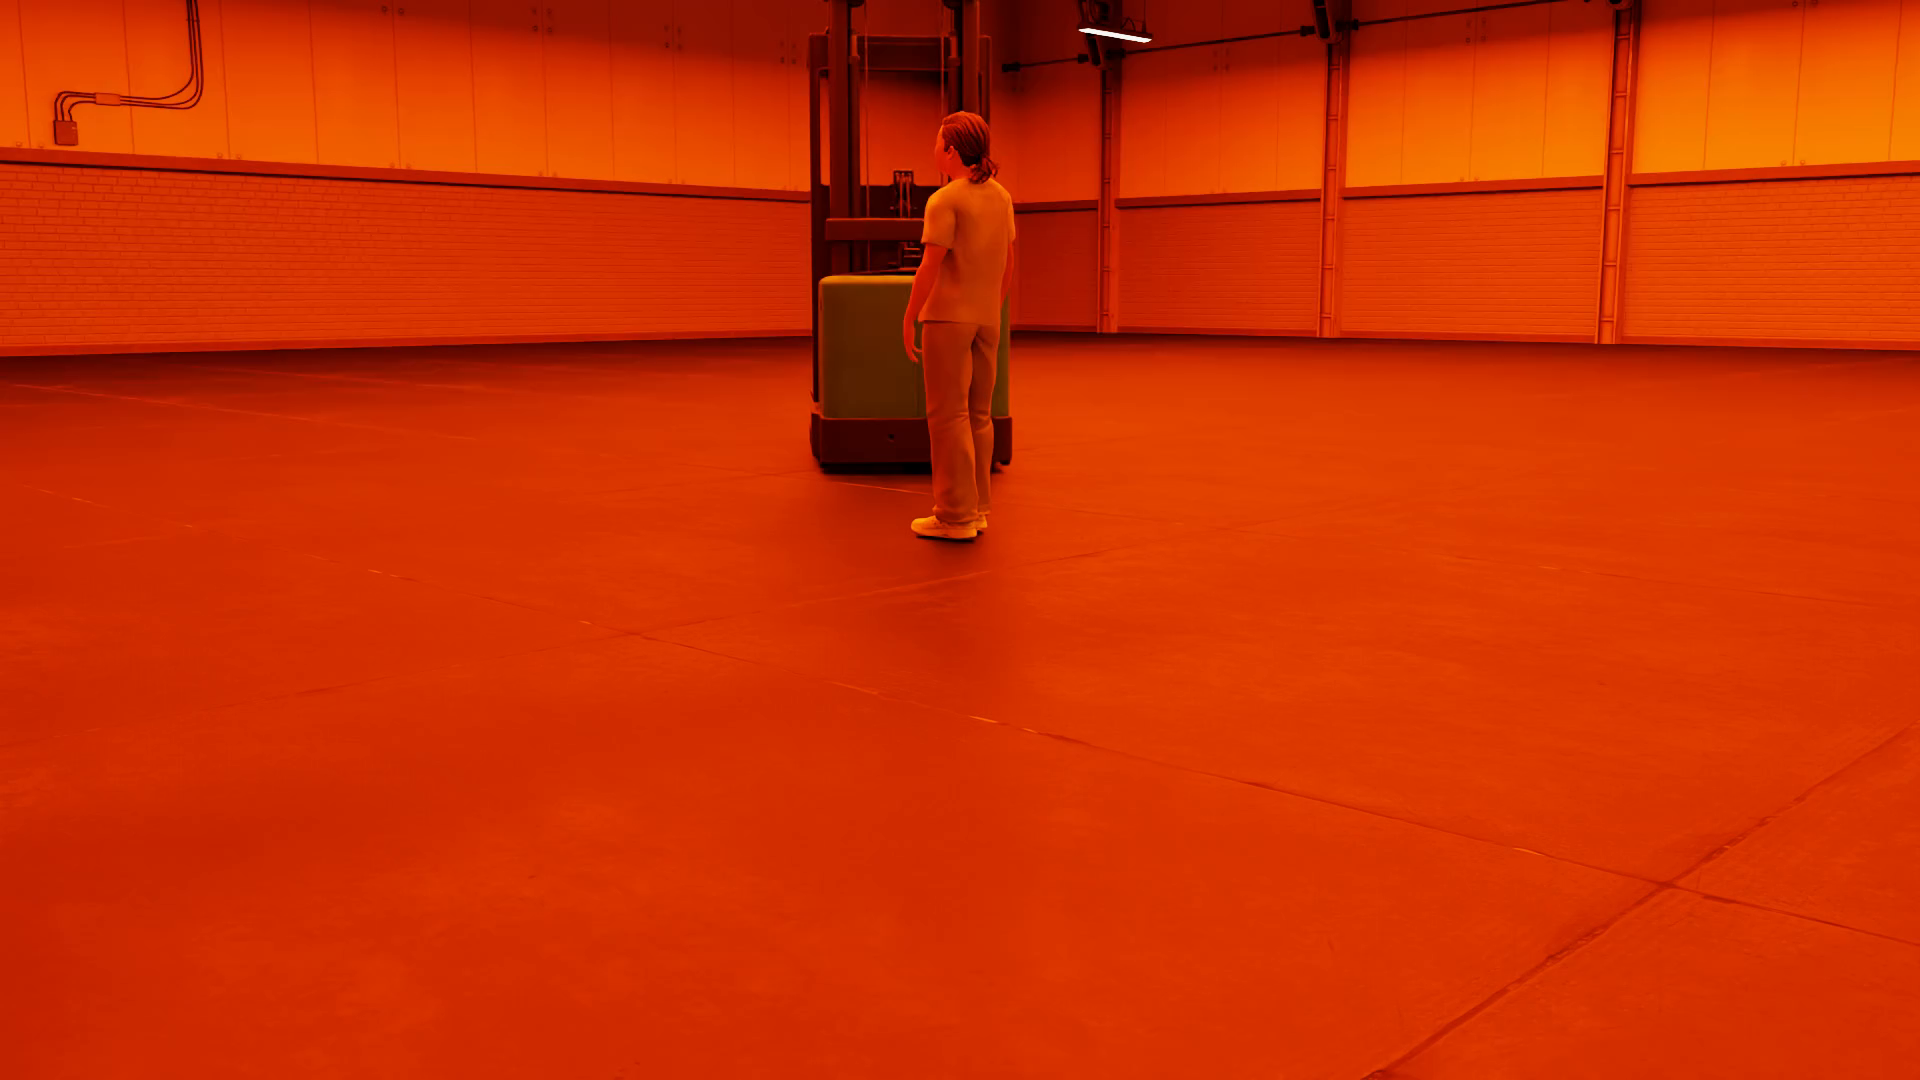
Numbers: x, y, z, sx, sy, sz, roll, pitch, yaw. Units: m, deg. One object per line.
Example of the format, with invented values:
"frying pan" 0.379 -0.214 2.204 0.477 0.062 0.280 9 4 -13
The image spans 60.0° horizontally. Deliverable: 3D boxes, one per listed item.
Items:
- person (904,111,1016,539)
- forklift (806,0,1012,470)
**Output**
"person" -0.043 -0.845 6.652 0.549 1.675 0.549 8 12 43
"forklift" -0.387 -2.023 10.313 1.130 2.935 3.031 -1 9 -6
